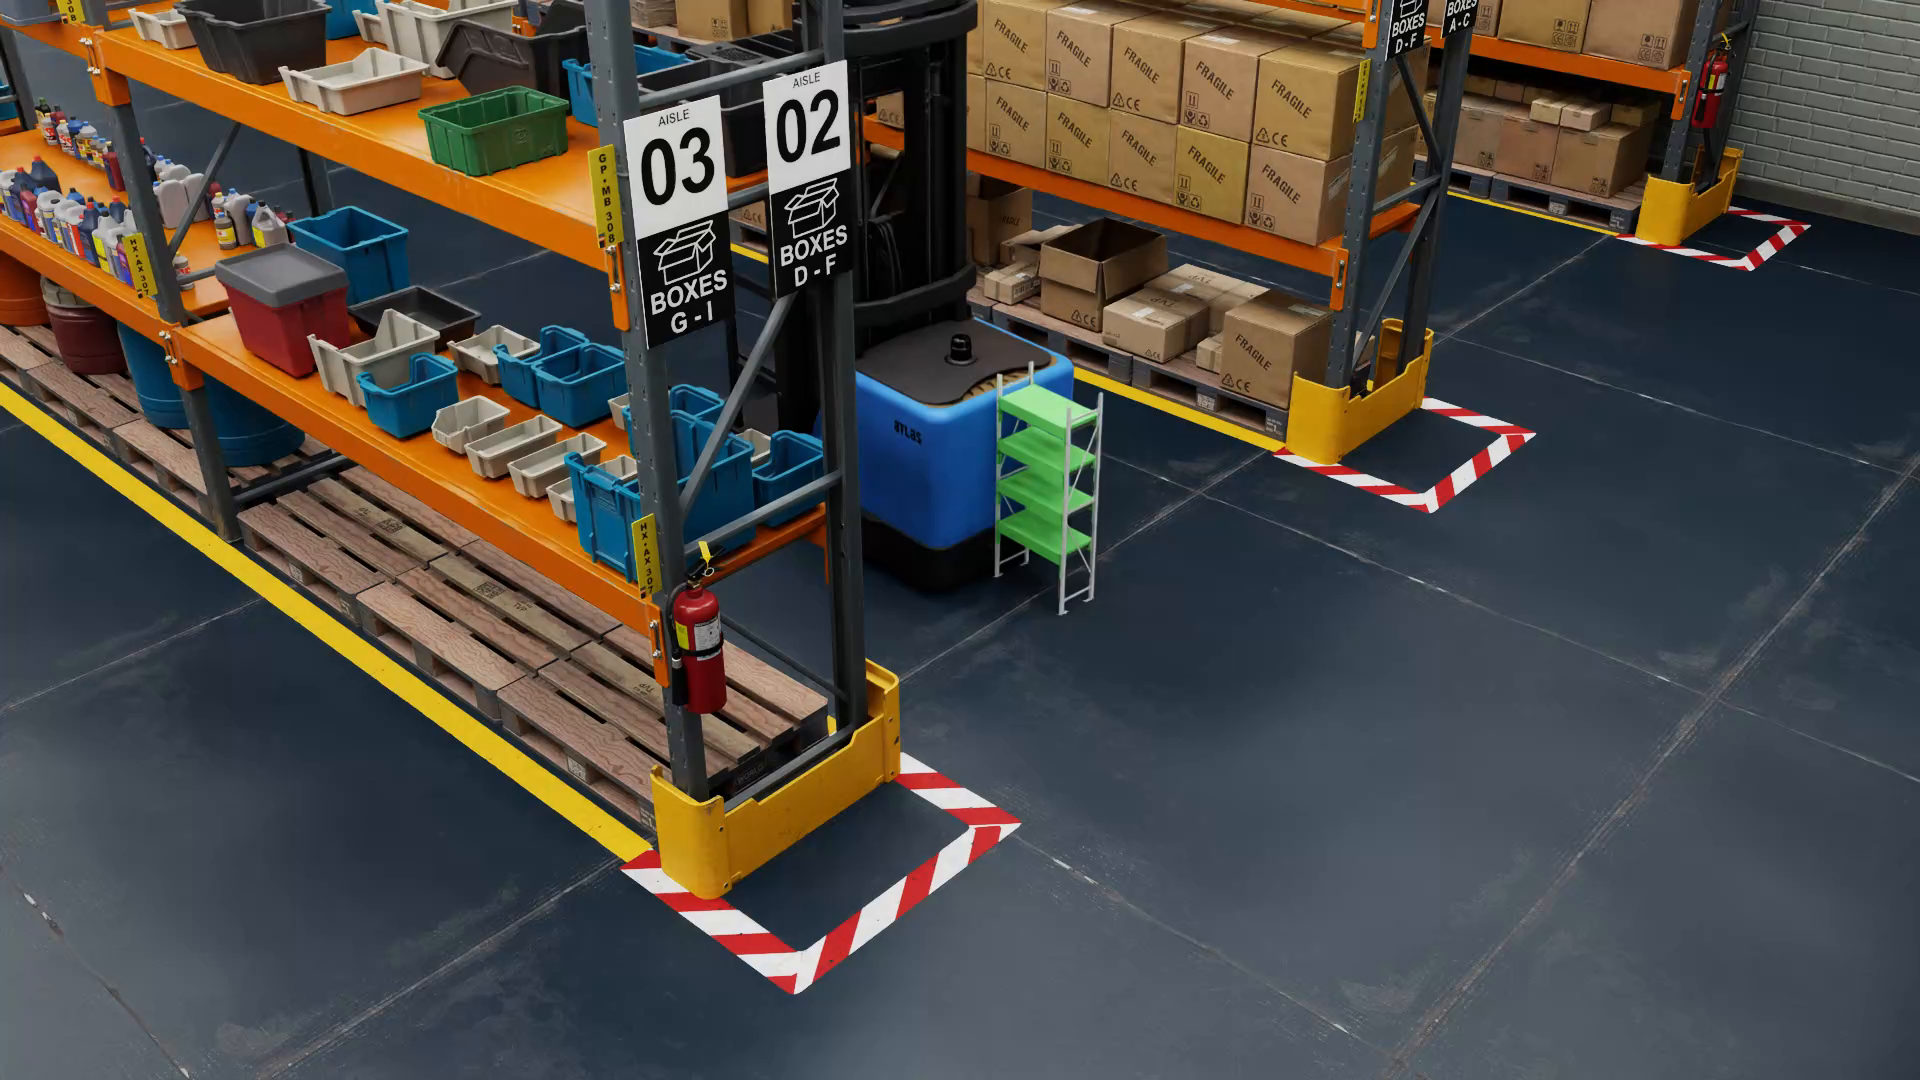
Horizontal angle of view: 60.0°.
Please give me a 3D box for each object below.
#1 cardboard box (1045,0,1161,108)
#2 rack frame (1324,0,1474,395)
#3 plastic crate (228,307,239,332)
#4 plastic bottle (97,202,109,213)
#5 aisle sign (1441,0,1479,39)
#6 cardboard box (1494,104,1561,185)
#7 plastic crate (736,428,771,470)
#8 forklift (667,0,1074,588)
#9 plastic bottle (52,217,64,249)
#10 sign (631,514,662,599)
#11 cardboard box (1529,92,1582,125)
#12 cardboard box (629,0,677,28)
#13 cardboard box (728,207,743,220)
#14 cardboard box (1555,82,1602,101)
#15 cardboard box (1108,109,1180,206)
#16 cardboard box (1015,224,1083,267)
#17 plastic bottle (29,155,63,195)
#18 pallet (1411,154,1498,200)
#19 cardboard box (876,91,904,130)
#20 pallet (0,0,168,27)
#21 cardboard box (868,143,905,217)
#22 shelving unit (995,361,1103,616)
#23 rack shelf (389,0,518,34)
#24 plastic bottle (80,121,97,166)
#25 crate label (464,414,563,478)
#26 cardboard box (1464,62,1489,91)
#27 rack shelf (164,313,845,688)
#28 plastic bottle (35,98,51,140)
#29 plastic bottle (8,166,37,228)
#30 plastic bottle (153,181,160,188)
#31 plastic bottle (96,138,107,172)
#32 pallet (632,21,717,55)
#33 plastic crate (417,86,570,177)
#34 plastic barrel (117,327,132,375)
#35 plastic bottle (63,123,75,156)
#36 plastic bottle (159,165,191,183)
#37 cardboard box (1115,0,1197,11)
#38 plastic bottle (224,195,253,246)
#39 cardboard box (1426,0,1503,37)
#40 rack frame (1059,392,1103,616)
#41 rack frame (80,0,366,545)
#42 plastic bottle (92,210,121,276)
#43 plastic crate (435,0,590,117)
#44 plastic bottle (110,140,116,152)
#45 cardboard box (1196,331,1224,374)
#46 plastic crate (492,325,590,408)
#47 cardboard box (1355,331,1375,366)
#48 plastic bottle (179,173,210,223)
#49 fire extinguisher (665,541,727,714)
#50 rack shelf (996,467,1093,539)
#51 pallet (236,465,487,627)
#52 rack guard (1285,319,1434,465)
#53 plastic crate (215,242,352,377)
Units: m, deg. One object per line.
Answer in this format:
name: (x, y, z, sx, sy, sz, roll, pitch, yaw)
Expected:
cardboard box: (0.882, -3.027, 10.304, 0.500, 0.500, 0.500, 26, 40, 36)
rack frame: (2.540, -1.977, 9.626, 0.127, 3.000, 1.000, 25, 39, 35)
plastic crate: (-3.503, -1.166, 8.475, 0.243, 0.136, 0.396, 25, 39, 35)
plastic bottle: (-4.837, -1.781, 9.425, 0.097, 0.271, 0.097, 0, 31, 0)
aisle sign: (2.787, -3.180, 9.103, 0.004, 0.787, 0.394, 25, 39, 35)
cardboard box: (4.904, -3.359, 13.938, 0.500, 0.500, 0.700, 25, 39, 35)
plastic crate: (-0.931, -0.351, 7.122, 0.298, 0.136, 0.250, 25, 39, 35)
forklift: (-0.740, -1.680, 9.199, 1.130, 2.935, 3.031, -25, 39, -35)
plastic bottle: (-5.111, -1.773, 9.480, 0.097, 0.201, 0.097, 0, 31, 0)
sign: (-1.144, 0.062, 6.081, 0.005, 0.325, 0.100, 25, 39, 35)
cardboard box: (4.868, -3.527, 13.587, 0.250, 0.149, 0.380, 26, 40, 36)
cardboard box: (-2.299, -4.404, 13.153, 0.700, 0.500, 0.500, -21, 37, -31)
cardboard box: (-1.716, -2.888, 13.136, 0.500, 0.500, 0.500, 26, 39, 36)
cardboard box: (5.126, -3.672, 13.828, 0.250, 0.149, 0.380, 25, 39, 35)
cardboard box: (1.272, -2.424, 10.271, 0.500, 0.500, 0.500, 25, 39, 35)
cardboard box: (0.743, -2.050, 11.927, 0.500, 0.311, 0.500, 25, 39, 35)
plastic bottle: (-5.468, -2.126, 9.922, 0.185, 0.351, 0.144, 25, 39, 35)
pallet: (4.315, -3.347, 14.605, 1.213, 0.211, 1.003, 25, 39, 35)
cardboard box: (-0.231, -3.124, 11.434, 0.500, 0.500, 0.500, 26, 40, 36)
pallet: (-4.399, -2.907, 8.445, 1.003, 0.211, 1.213, 25, 39, 35)
cardboard box: (-0.621, -2.740, 12.890, 0.500, 0.500, 0.500, 23, 38, 33)
shelving unit: (0.443, -0.257, 8.514, 0.258, 1.200, 0.503, -25, 39, -35)
rack shelf: (-4.874, -5.130, 15.560, 4.000, 0.370, 1.077, 25, 39, 35)
plastic bottle: (-5.599, -2.559, 10.718, 0.097, 0.271, 0.097, 0, 31, 0)
crate label: (-1.941, -0.403, 7.208, 0.243, 0.136, 0.396, 25, 39, 35)
cardboard box: (4.373, -4.023, 14.411, 0.250, 0.149, 0.380, 24, 39, 34)
rack shelf: (-2.270, -0.468, 7.817, 4.000, 0.370, 1.077, 25, 39, 35)
plastic bottle: (-6.132, -2.826, 11.149, 0.133, 0.283, 0.061, 25, 39, 35)
plastic bottle: (-5.470, -2.022, 9.748, 0.185, 0.351, 0.144, 25, 39, 35)
plastic bottle: (-4.768, -2.036, 9.916, 0.097, 0.201, 0.097, 0, 31, 0)
plastic bottle: (-5.455, -2.462, 10.624, 0.097, 0.201, 0.097, 0, 31, 0)
pallet: (-1.947, -3.992, 13.159, 1.213, 0.211, 1.003, 25, 39, 35)
plastic crate: (-1.710, -1.511, 6.148, 0.336, 0.188, 0.450, 25, 39, 35)
plastic barrel: (-5.028, -1.252, 10.427, 0.421, 0.512, 0.421, 0, 31, 0)
plastic bottle: (-5.815, -2.631, 10.904, 0.097, 0.201, 0.097, 0, 31, 0)
plastic bottle: (-4.699, -2.122, 9.987, 0.135, 0.276, 0.152, 25, 39, 35)
cardboard box: (1.250, -3.231, 10.643, 0.500, 0.500, 0.500, 25, 39, 35)
plastic bottle: (-4.111, -1.848, 9.532, 0.135, 0.276, 0.152, 25, 39, 35)
cardboard box: (4.370, -4.689, 13.839, 0.700, 0.700, 0.980, 23, 38, 33)
rack frame: (0.606, -0.164, 8.358, 0.240, 1.200, 0.015, -25, 39, -35)
rack frame: (-3.753, -1.469, 8.781, 0.127, 3.000, 1.000, 25, 39, 35)
plastic bottle: (-4.654, -1.640, 9.114, 0.185, 0.351, 0.144, 25, 39, 35)
plastic crate: (-1.735, -1.977, 6.777, 0.767, 0.338, 0.504, 25, 39, 35)
plastic bottle: (-5.195, -2.388, 10.357, 0.185, 0.351, 0.144, 25, 39, 35)
cardboard box: (1.732, -1.220, 10.689, 0.250, 0.166, 0.380, 25, 39, 35)
plastic crate: (-1.948, -0.809, 7.790, 0.300, 0.233, 0.416, 25, 39, 35)
cardboard box: (2.460, -1.221, 10.707, 0.250, 0.149, 0.380, 25, 39, 35)
plastic bottle: (-4.527, -2.042, 9.854, 0.135, 0.276, 0.152, 25, 39, 35)
fire extinguisher: (-0.980, 0.335, 6.222, 0.183, 0.674, 0.296, 25, 39, 35)
rack shelf: (0.443, -0.202, 8.547, 0.258, 0.148, 0.480, -25, 39, -35)
pallet: (-3.181, -0.034, 9.102, 1.213, 0.211, 1.003, 25, 39, 35)
rack guard: (2.483, -0.932, 10.314, 0.348, 0.500, 1.175, 25, 39, 35)
plastic crate: (-3.259, -1.117, 8.077, 0.583, 0.464, 0.402, 25, 39, 35)
